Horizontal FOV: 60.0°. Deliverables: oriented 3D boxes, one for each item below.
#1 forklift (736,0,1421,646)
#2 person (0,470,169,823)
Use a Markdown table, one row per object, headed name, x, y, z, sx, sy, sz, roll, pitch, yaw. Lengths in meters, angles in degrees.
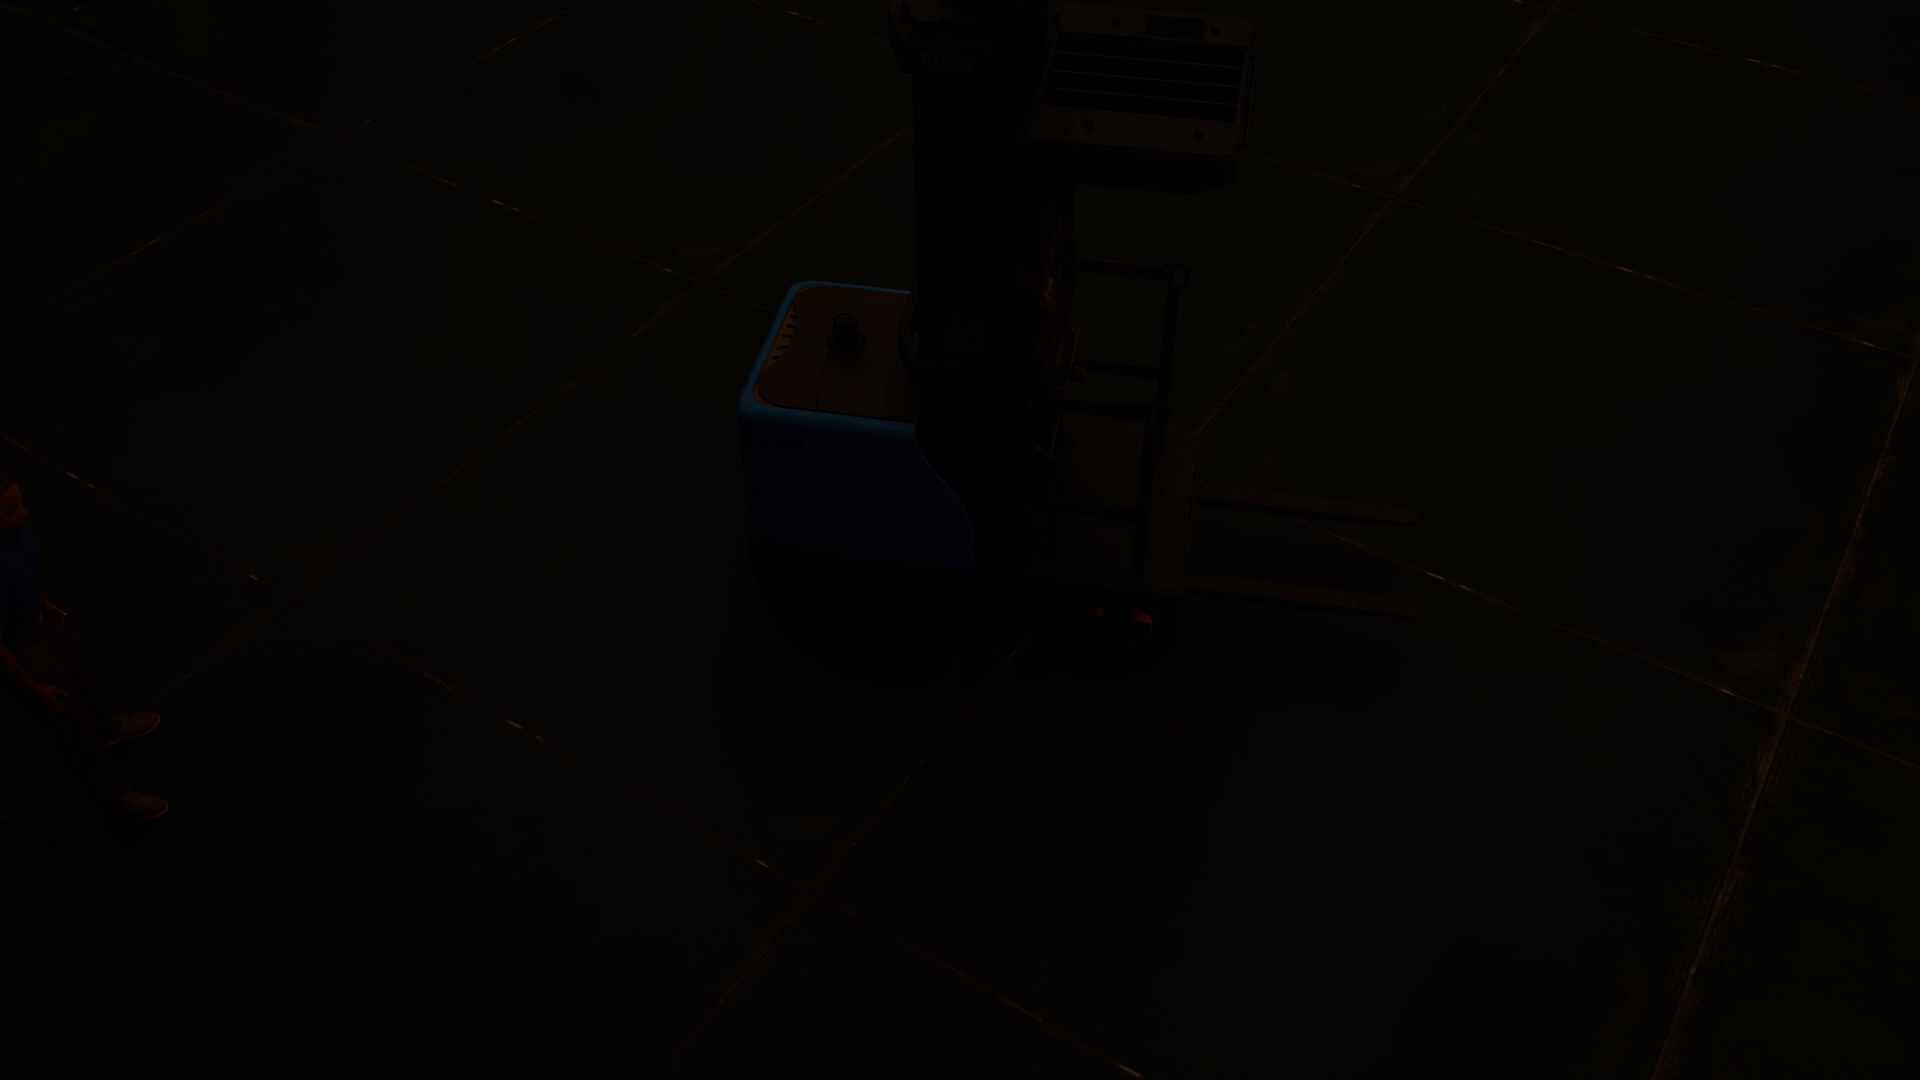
| name | x | y | z | sx | sy | sz | roll | pitch | yaw |
| --- | --- | --- | --- | --- | --- | --- | --- | --- | --- |
| forklift | 0.598 | -0.987 | 6.890 | 3.031 | 2.935 | 1.130 | 7 | 44 | 8 |
| person | -3.507 | 0.386 | 6.374 | 0.406 | 1.660 | 0.611 | -12 | 45 | -12 |
